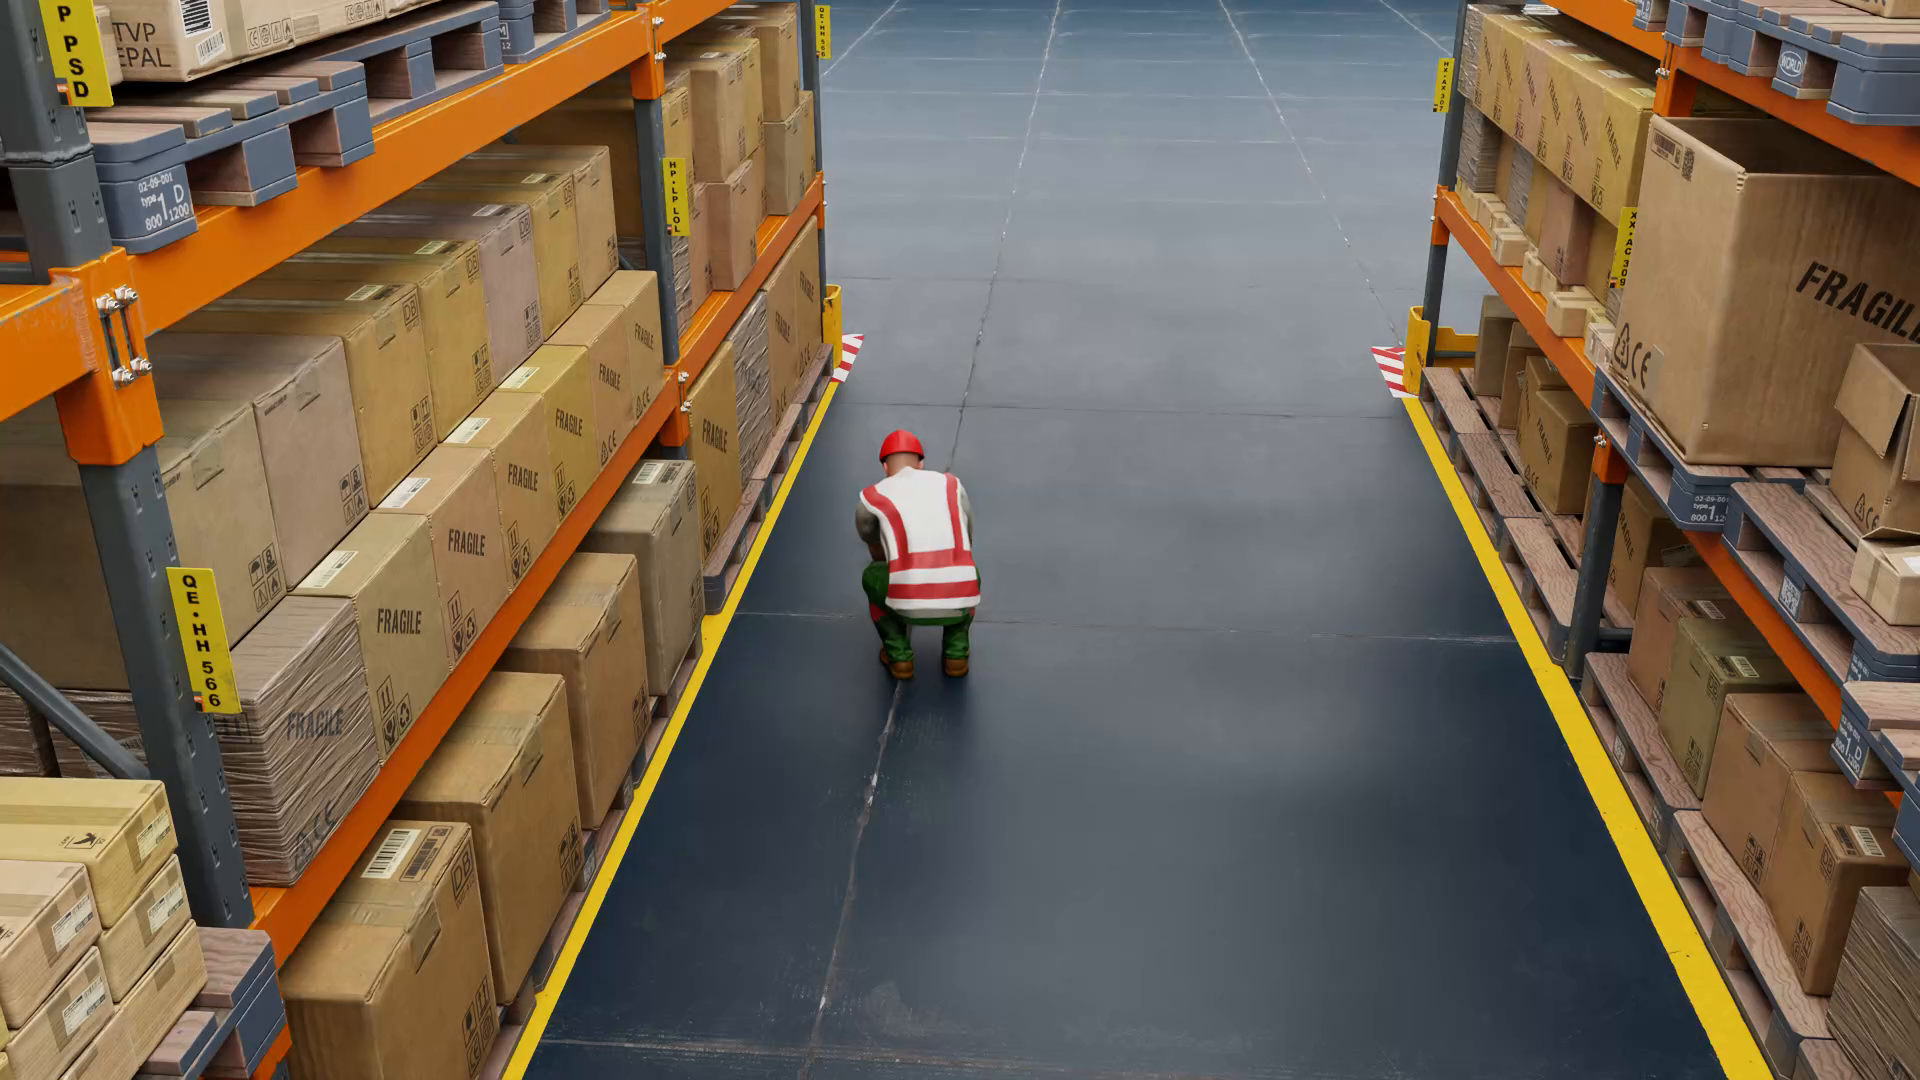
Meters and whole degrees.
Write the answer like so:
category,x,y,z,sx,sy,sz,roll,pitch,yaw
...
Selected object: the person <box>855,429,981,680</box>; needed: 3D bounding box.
category,x,y,z,sx,sy,sz,roll,pitch,yaw
person,-0.186,0.051,7.455,0.551,0.980,0.923,-3,25,-7
